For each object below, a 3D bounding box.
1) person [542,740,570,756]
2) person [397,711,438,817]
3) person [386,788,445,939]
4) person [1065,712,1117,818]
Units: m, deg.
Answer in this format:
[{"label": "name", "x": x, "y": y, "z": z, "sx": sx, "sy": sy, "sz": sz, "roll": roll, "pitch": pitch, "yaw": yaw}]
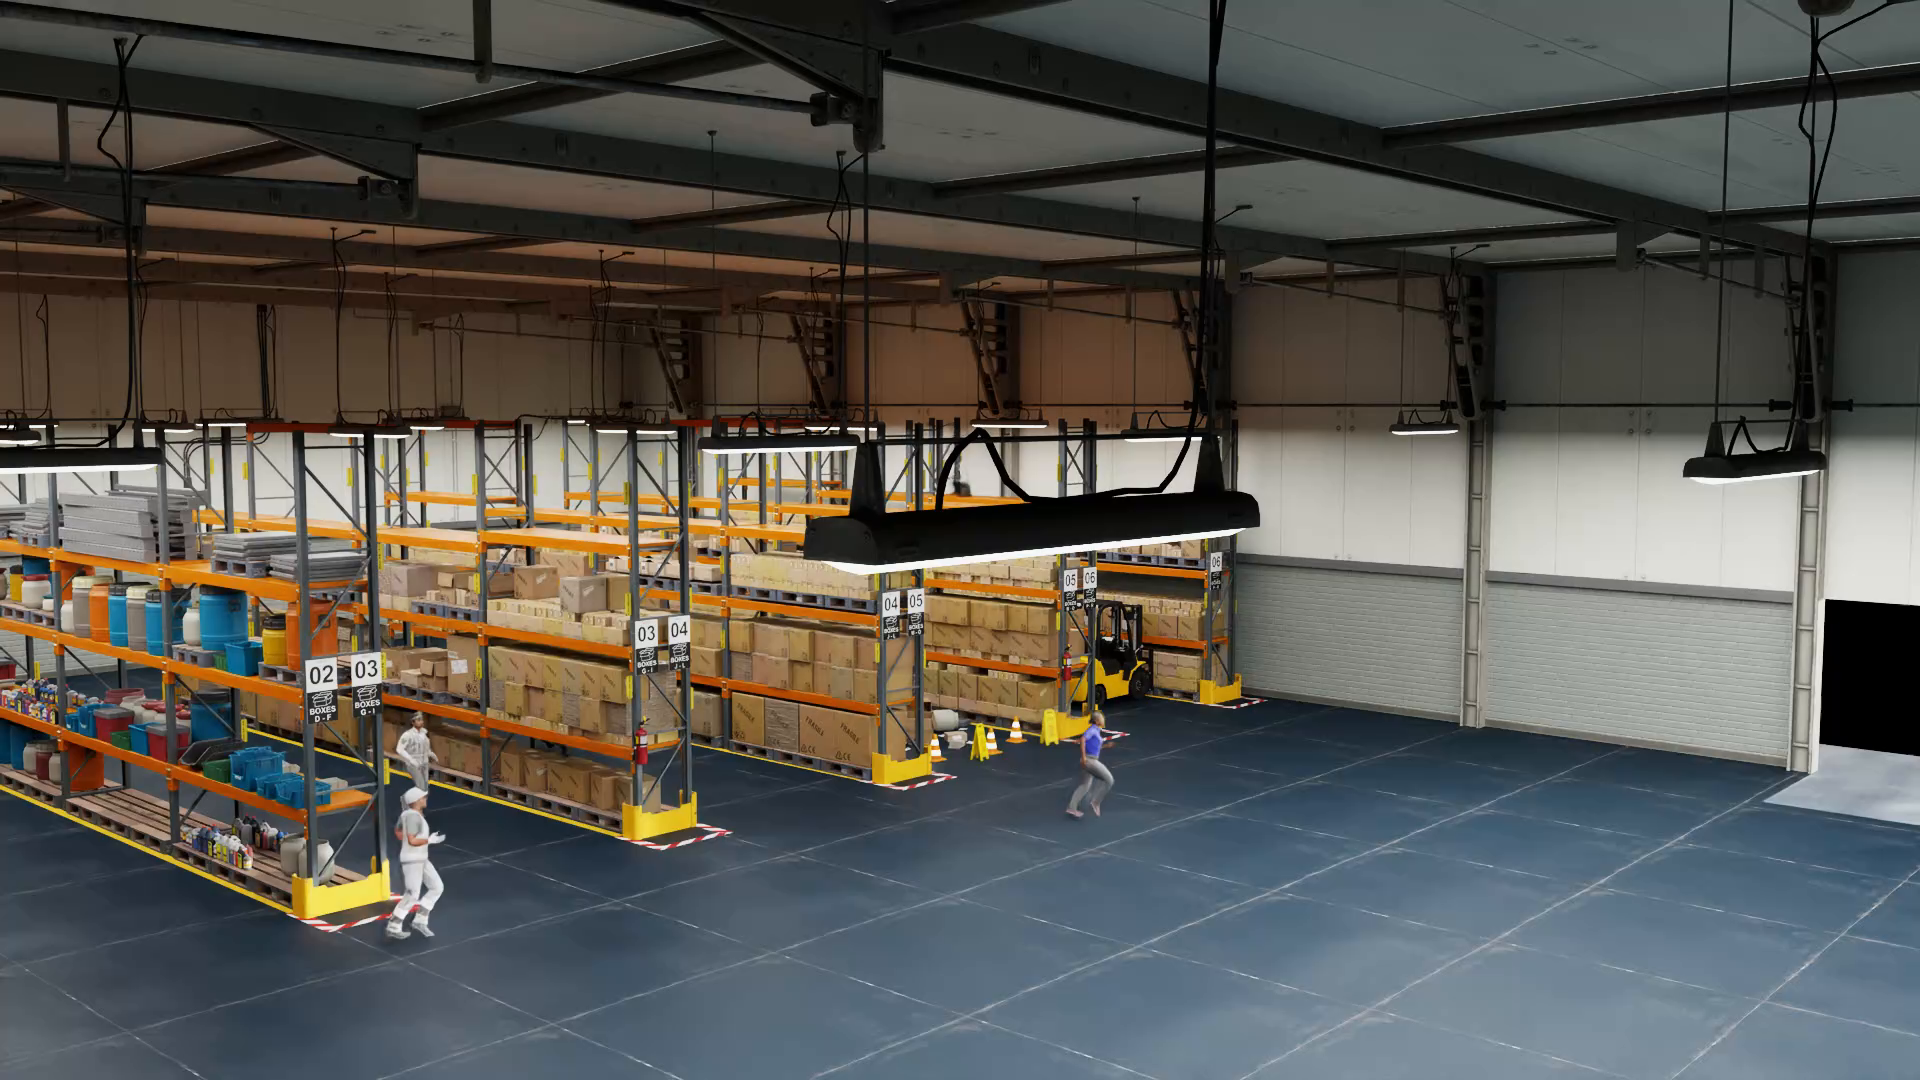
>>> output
[{"label": "person", "x": -7.331, "y": 3.017, "z": 30.208, "sx": 0.852, "sy": 1.759, "sz": 0.679, "roll": 4, "pitch": 6, "yaw": 39}, {"label": "person", "x": -8.287, "y": 3.426, "z": 25.426, "sx": 0.539, "sy": 1.652, "sz": 0.595, "roll": 2, "pitch": 5, "yaw": 27}, {"label": "person", "x": -6.471, "y": 3.838, "z": 19.818, "sx": 0.690, "sy": 1.774, "sz": 0.662, "roll": -1, "pitch": 5, "yaw": -10}, {"label": "person", "x": 2.003, "y": 3.442, "z": 25.375, "sx": 0.797, "sy": 1.625, "sz": 0.603, "roll": 0, "pitch": 5, "yaw": -6}]
